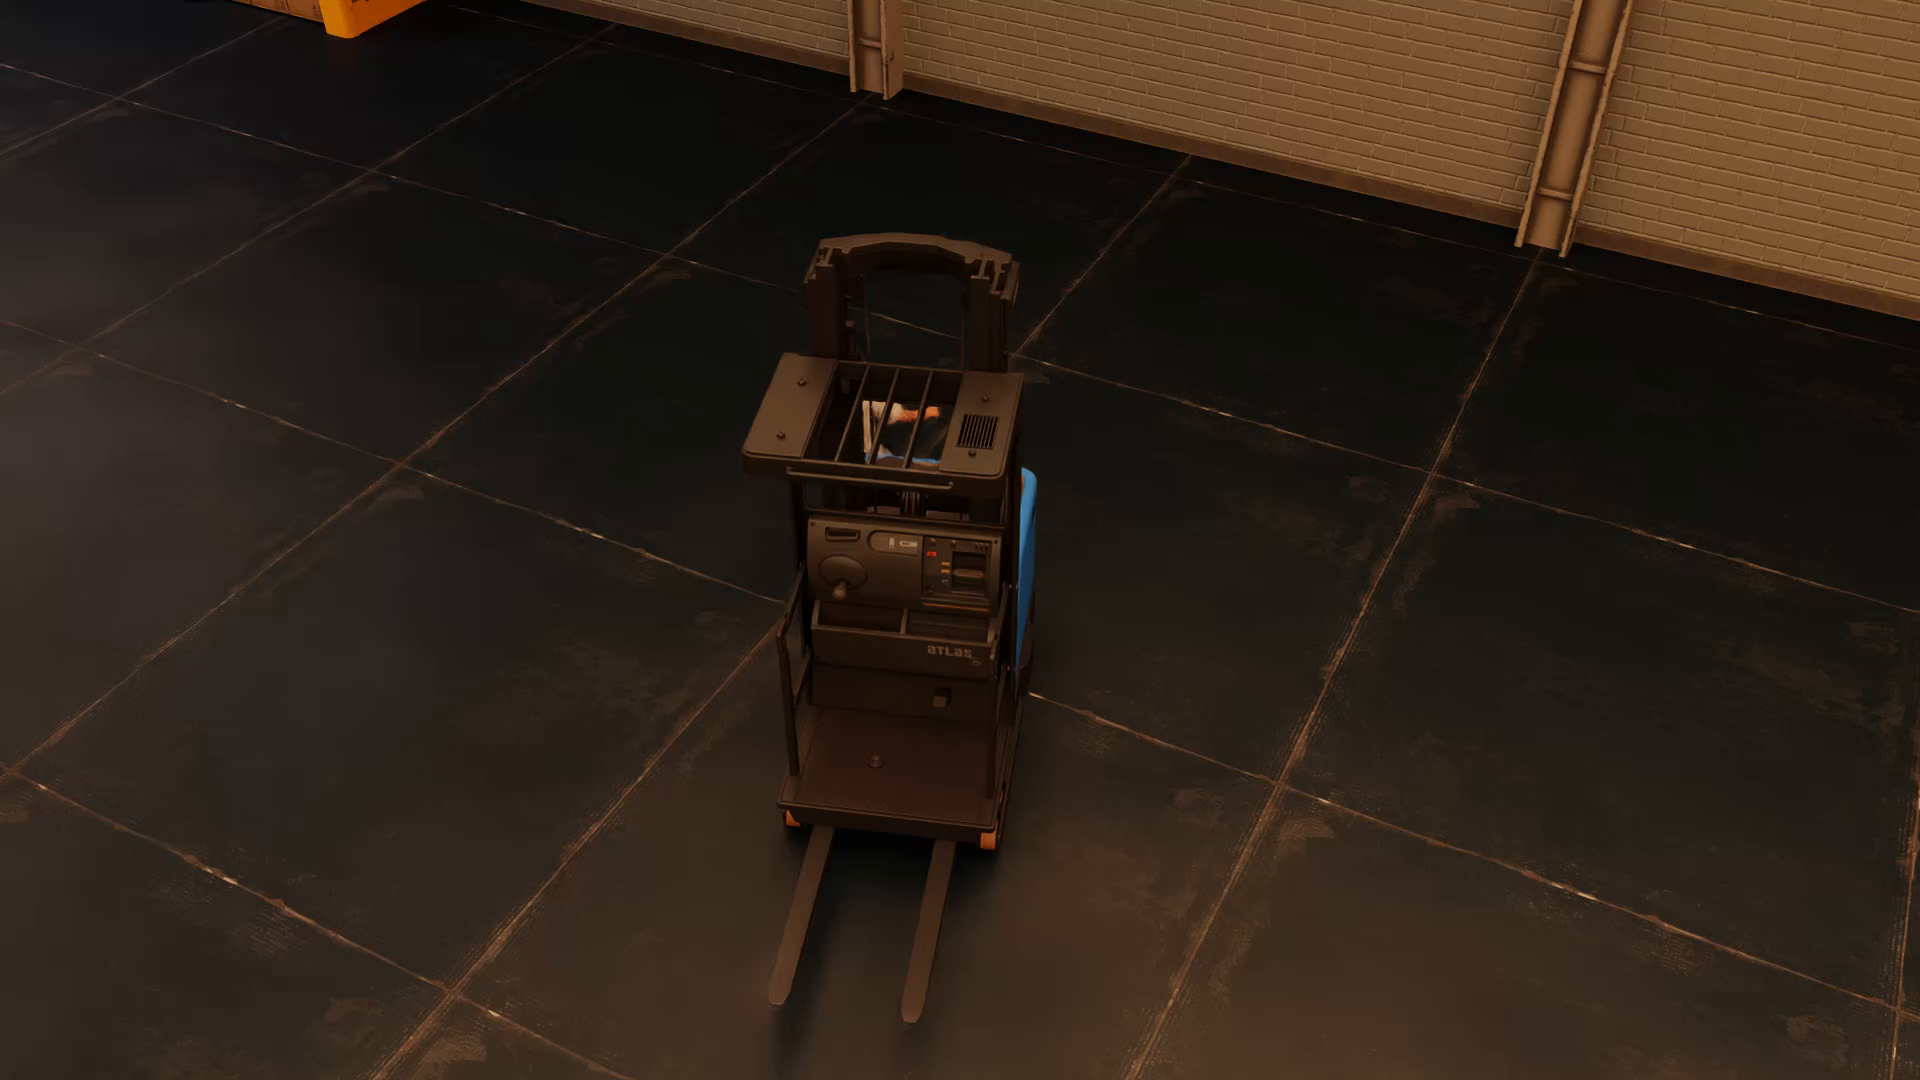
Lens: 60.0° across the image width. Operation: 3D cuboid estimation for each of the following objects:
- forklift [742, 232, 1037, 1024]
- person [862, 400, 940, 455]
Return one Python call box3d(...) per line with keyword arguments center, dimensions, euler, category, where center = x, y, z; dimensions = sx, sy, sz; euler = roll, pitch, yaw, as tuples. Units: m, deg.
box3d(center=(-0.299, 0.196, 7.754), dimensions=(1.130, 2.935, 3.031), euler=(6, 40, 7), category="forklift")
box3d(center=(-0.536, -0.560, 9.809), dimensions=(0.880, 1.431, 0.819), euler=(-15, 42, -17), category="person")
